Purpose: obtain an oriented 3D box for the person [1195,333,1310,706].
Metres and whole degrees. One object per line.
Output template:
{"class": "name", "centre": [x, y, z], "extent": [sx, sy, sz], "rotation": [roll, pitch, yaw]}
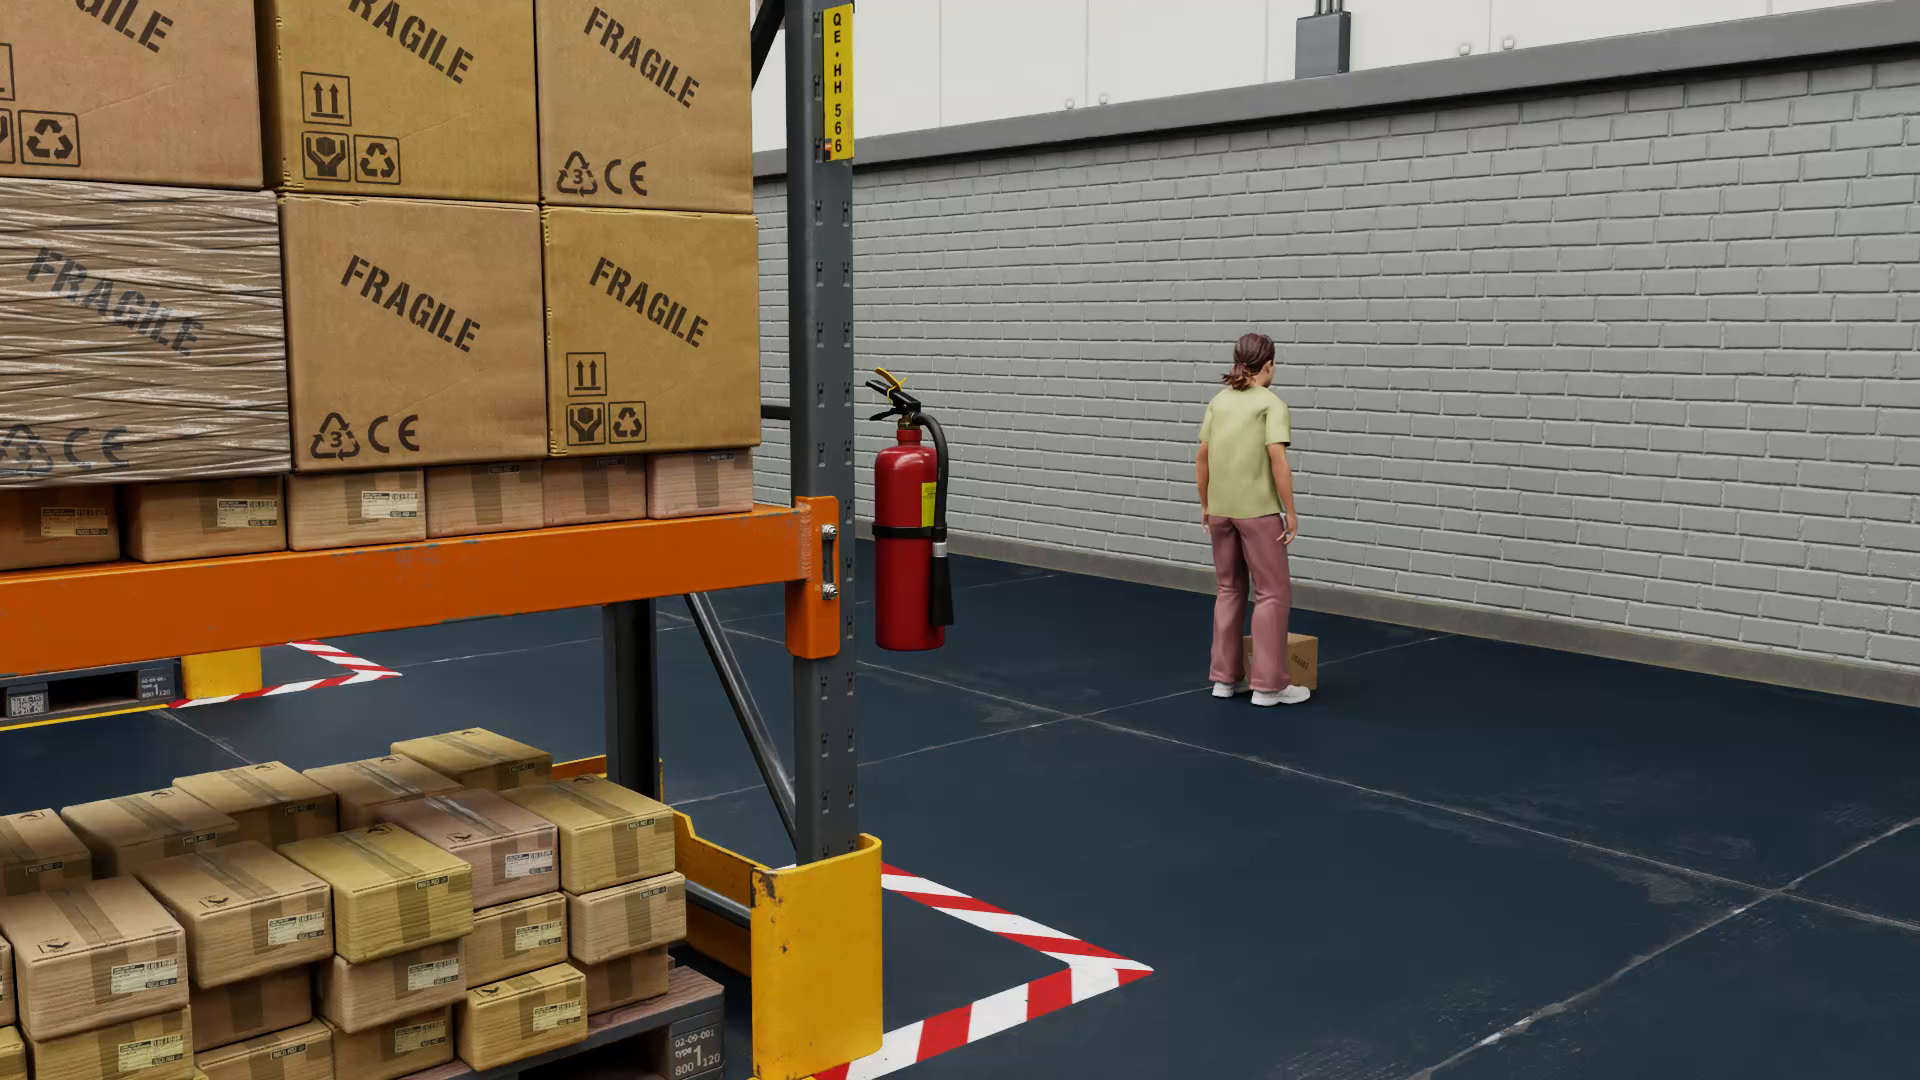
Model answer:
{"class": "person", "centre": [1.322, -0.103, 7.579], "extent": [0.363, 1.672, 0.521], "rotation": [-7, 10, -44]}
